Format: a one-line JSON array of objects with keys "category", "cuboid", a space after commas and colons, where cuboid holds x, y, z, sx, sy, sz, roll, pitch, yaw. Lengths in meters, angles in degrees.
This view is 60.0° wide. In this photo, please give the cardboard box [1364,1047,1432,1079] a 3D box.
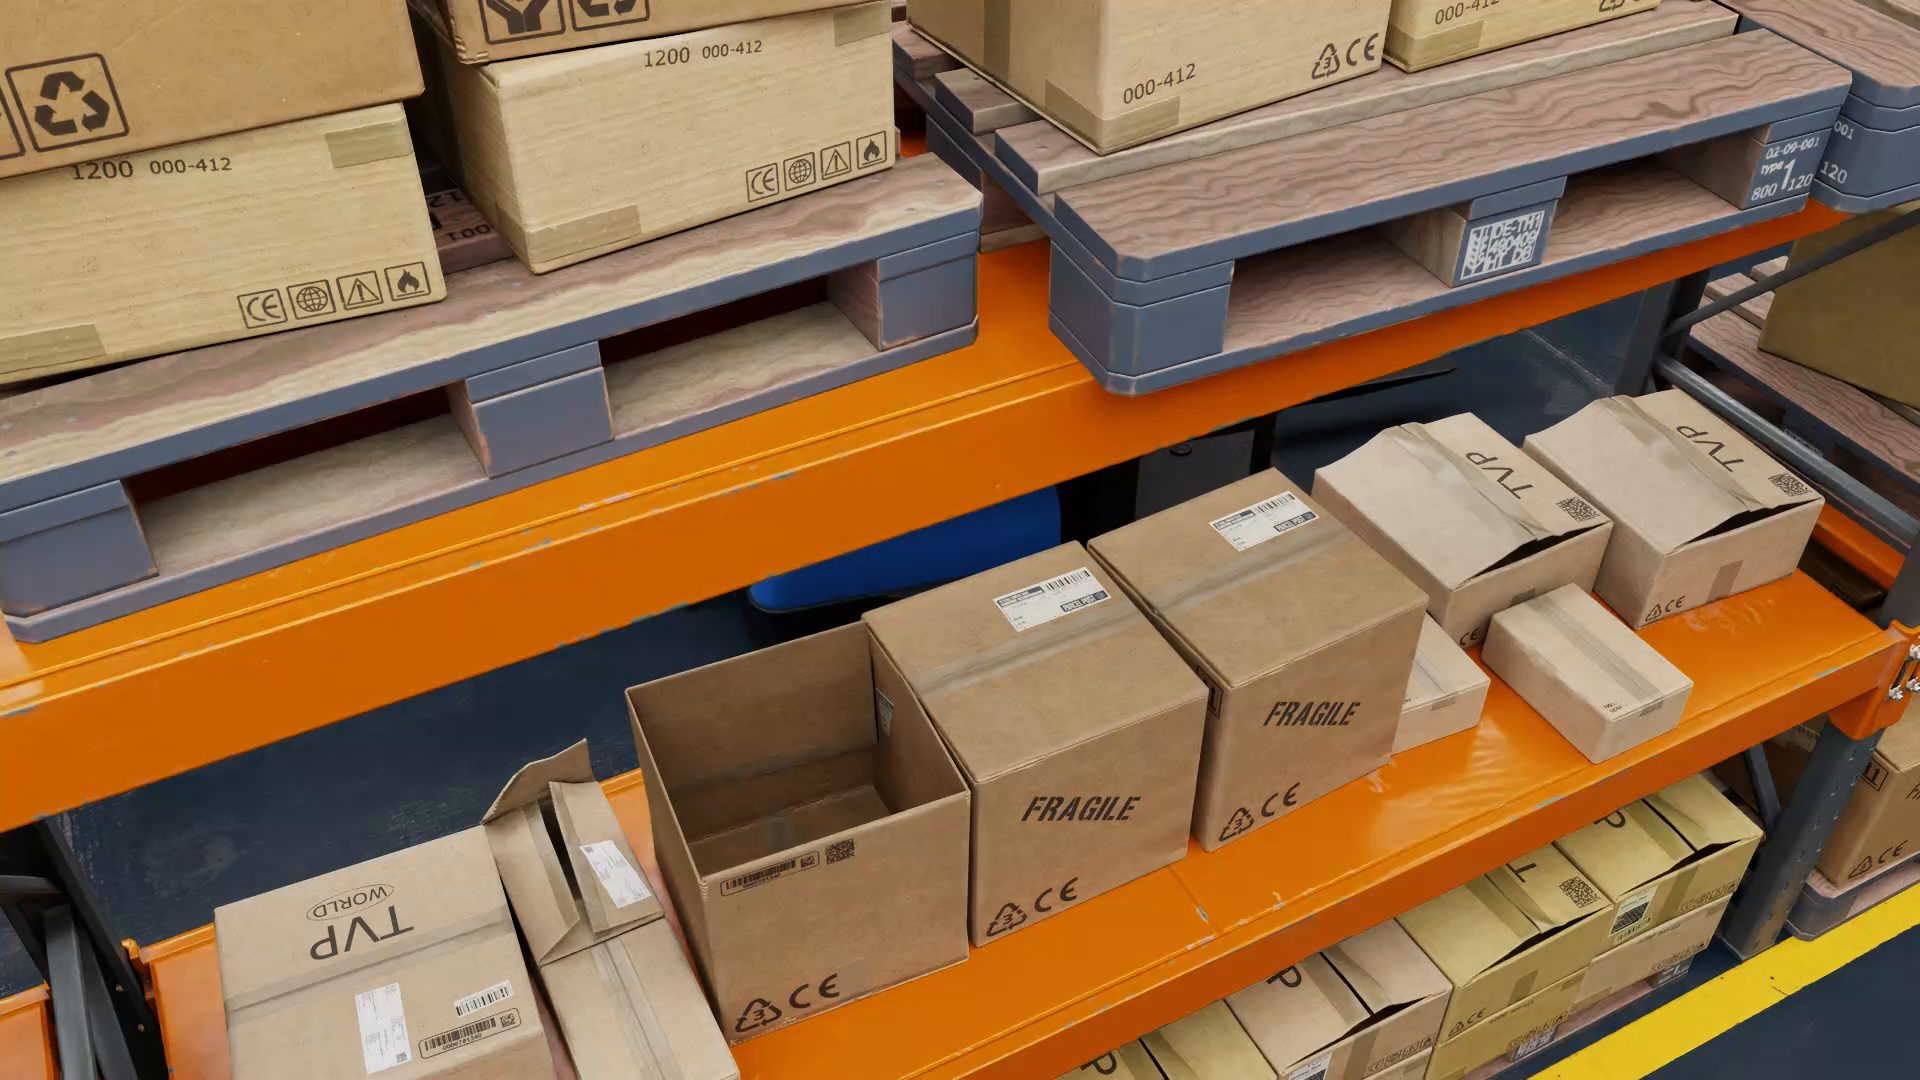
[{"category": "cardboard box", "cuboid": [0.828, 1.263, 4.239, 0.500, 0.250, 0.500, -18, 43, -20]}]

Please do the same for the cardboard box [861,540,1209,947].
[{"category": "cardboard box", "cuboid": [0.137, 0.402, 3.376, 0.500, 0.500, 0.500, -19, 44, -21]}]

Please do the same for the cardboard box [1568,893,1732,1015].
[{"category": "cardboard box", "cuboid": [1.731, 0.959, 4.599, 0.500, 0.250, 0.500, -18, 43, -20]}]

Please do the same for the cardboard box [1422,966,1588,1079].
[{"category": "cardboard box", "cuboid": [1.275, 1.115, 4.415, 0.500, 0.250, 0.500, -19, 44, -21]}]

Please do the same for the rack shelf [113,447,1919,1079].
[{"category": "rack shelf", "cuboid": [0.311, 0.644, 3.724, 4.000, 0.370, 1.077, -19, 44, -21]}]

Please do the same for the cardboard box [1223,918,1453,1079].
[{"category": "cardboard box", "cuboid": [0.827, 1.053, 4.053, 0.500, 0.311, 0.500, -19, 44, -21]}]

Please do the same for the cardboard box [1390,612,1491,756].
[{"category": "cardboard box", "cuboid": [0.980, 0.282, 3.790, 0.250, 0.149, 0.380, -15, 43, -18]}]

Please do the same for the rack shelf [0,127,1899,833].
[{"category": "rack shelf", "cuboid": [0.311, -0.500, 2.755, 4.000, 0.370, 1.077, -19, 44, -21]}]

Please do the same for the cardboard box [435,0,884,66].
[{"category": "cardboard box", "cuboid": [-0.403, -0.912, 1.895, 0.500, 0.500, 0.500, -15, 42, -17]}]

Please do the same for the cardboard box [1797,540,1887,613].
[{"category": "cardboard box", "cuboid": [2.806, 0.145, 5.351, 0.500, 0.500, 0.500, -17, 43, -19]}]

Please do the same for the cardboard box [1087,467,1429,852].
[{"category": "cardboard box", "cuboid": [0.604, 0.245, 3.562, 0.500, 0.500, 0.500, -21, 45, -23]}]

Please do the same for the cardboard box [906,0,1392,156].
[{"category": "cardboard box", "cuboid": [0.261, -0.817, 2.363, 0.500, 0.250, 0.500, -22, 45, -24]}]

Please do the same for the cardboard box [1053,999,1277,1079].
[{"category": "cardboard box", "cuboid": [0.382, 1.202, 3.878, 0.500, 0.311, 0.500, -17, 43, -19]}]

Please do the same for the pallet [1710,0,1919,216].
[{"category": "pallet", "cuboid": [1.524, -1.046, 2.989, 1.003, 0.211, 1.213, -17, 43, -19]}]

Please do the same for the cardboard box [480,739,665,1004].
[{"category": "cardboard box", "cuboid": [-0.768, 0.650, 3.264, 0.258, 0.266, 0.396, -20, 44, -22]}]

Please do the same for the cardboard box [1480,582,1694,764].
[{"category": "cardboard box", "cuboid": [1.415, 0.296, 3.774, 0.250, 0.149, 0.380, -19, 44, -21]}]

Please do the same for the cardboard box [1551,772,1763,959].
[{"category": "cardboard box", "cuboid": [1.734, 0.746, 4.417, 0.500, 0.311, 0.500, -17, 43, -20]}]

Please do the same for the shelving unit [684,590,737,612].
[{"category": "shelving unit", "cuboid": [-0.925, -0.293, 5.667, 0.189, 1.200, 0.258, -10, 41, -12]}]

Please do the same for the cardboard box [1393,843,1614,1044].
[{"category": "cardboard box", "cuboid": [1.276, 0.904, 4.229, 0.500, 0.311, 0.500, -19, 44, -21]}]

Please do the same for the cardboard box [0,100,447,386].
[{"category": "cardboard box", "cuboid": [-0.912, -0.460, 1.941, 0.500, 0.250, 0.500, -14, 42, -16]}]

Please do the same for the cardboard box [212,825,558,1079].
[{"category": "cardboard box", "cuboid": [-1.046, 0.852, 3.038, 0.500, 0.250, 0.500, -16, 43, -18]}]

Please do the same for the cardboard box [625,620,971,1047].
[{"category": "cardboard box", "cuboid": [-0.307, 0.551, 3.199, 0.500, 0.500, 0.500, -16, 43, -18]}]

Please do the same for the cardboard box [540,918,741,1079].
[{"category": "cardboard box", "cuboid": [-0.583, 0.915, 3.041, 0.250, 0.149, 0.380, -19, 44, -21]}]

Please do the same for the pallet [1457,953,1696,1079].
[{"category": "pallet", "cuboid": [1.337, 1.061, 4.834, 1.213, 0.211, 1.003, -19, 44, -21]}]

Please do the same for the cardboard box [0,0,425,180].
[{"category": "cardboard box", "cuboid": [-0.898, -0.729, 1.678, 0.500, 0.500, 0.500, -18, 43, -20]}]

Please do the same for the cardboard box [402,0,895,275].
[{"category": "cardboard box", "cuboid": [-0.426, -0.625, 2.136, 0.500, 0.250, 0.500, -23, 45, -25]}]

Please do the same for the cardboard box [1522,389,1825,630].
[{"category": "cardboard box", "cuboid": [1.742, -0.110, 4.127, 0.500, 0.311, 0.500, -16, 43, -18]}]

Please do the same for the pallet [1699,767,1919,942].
[{"category": "pallet", "cuboid": [2.764, 0.636, 5.335, 1.213, 0.211, 1.003, -19, 44, -21]}]

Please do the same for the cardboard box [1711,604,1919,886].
[{"category": "cardboard box", "cuboid": [2.621, 0.587, 4.829, 0.500, 0.500, 0.500, -17, 43, -19]}]

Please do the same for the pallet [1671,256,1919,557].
[{"category": "pallet", "cuboid": [2.654, -0.396, 4.545, 1.003, 0.211, 1.213, -19, 44, -21]}]

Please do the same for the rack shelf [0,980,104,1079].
[{"category": "rack shelf", "cuboid": [-3.237, 1.838, 2.314, 4.000, 0.370, 1.077, -19, 44, -21]}]

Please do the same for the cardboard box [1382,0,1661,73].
[{"category": "cardboard box", "cuboid": [0.739, -0.976, 2.551, 0.500, 0.250, 0.500, -19, 44, -21]}]

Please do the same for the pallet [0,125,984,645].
[{"category": "pallet", "cuboid": [-0.687, -0.376, 2.199, 1.217, 0.209, 0.805, -20, 44, -22]}]

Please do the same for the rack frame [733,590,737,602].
[{"category": "rack frame", "cuboid": [-0.837, -0.309, 5.686, 0.006, 1.200, 0.240, -10, 41, -12]}]

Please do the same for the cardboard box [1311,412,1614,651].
[{"category": "cardboard box", "cuboid": [1.202, -0.037, 4.041, 0.500, 0.311, 0.500, -19, 44, -21]}]

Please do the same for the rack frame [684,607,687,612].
[{"category": "rack frame", "cuboid": [-1.013, -0.277, 5.648, 0.006, 1.200, 0.240, -10, 41, -12]}]

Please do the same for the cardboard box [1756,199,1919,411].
[{"category": "cardboard box", "cuboid": [2.591, -0.678, 4.327, 0.700, 0.500, 0.500, 31, 49, 31]}]

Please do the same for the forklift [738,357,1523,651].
[{"category": "forklift", "cuboid": [0.639, -1.215, 5.417, 3.031, 2.935, 1.130, -10, 41, -12]}]

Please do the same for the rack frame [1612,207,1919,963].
[{"category": "rack frame", "cuboid": [2.085, -0.227, 4.197, 0.127, 3.000, 1.000, -19, 44, -21]}]

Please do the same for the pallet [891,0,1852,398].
[{"category": "pallet", "cuboid": [0.534, -0.711, 2.592, 1.213, 0.211, 1.003, -17, 43, -19]}]

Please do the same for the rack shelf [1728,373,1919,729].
[{"category": "rack shelf", "cuboid": [3.859, -0.549, 5.134, 4.000, 0.370, 1.077, -19, 44, -21]}]
